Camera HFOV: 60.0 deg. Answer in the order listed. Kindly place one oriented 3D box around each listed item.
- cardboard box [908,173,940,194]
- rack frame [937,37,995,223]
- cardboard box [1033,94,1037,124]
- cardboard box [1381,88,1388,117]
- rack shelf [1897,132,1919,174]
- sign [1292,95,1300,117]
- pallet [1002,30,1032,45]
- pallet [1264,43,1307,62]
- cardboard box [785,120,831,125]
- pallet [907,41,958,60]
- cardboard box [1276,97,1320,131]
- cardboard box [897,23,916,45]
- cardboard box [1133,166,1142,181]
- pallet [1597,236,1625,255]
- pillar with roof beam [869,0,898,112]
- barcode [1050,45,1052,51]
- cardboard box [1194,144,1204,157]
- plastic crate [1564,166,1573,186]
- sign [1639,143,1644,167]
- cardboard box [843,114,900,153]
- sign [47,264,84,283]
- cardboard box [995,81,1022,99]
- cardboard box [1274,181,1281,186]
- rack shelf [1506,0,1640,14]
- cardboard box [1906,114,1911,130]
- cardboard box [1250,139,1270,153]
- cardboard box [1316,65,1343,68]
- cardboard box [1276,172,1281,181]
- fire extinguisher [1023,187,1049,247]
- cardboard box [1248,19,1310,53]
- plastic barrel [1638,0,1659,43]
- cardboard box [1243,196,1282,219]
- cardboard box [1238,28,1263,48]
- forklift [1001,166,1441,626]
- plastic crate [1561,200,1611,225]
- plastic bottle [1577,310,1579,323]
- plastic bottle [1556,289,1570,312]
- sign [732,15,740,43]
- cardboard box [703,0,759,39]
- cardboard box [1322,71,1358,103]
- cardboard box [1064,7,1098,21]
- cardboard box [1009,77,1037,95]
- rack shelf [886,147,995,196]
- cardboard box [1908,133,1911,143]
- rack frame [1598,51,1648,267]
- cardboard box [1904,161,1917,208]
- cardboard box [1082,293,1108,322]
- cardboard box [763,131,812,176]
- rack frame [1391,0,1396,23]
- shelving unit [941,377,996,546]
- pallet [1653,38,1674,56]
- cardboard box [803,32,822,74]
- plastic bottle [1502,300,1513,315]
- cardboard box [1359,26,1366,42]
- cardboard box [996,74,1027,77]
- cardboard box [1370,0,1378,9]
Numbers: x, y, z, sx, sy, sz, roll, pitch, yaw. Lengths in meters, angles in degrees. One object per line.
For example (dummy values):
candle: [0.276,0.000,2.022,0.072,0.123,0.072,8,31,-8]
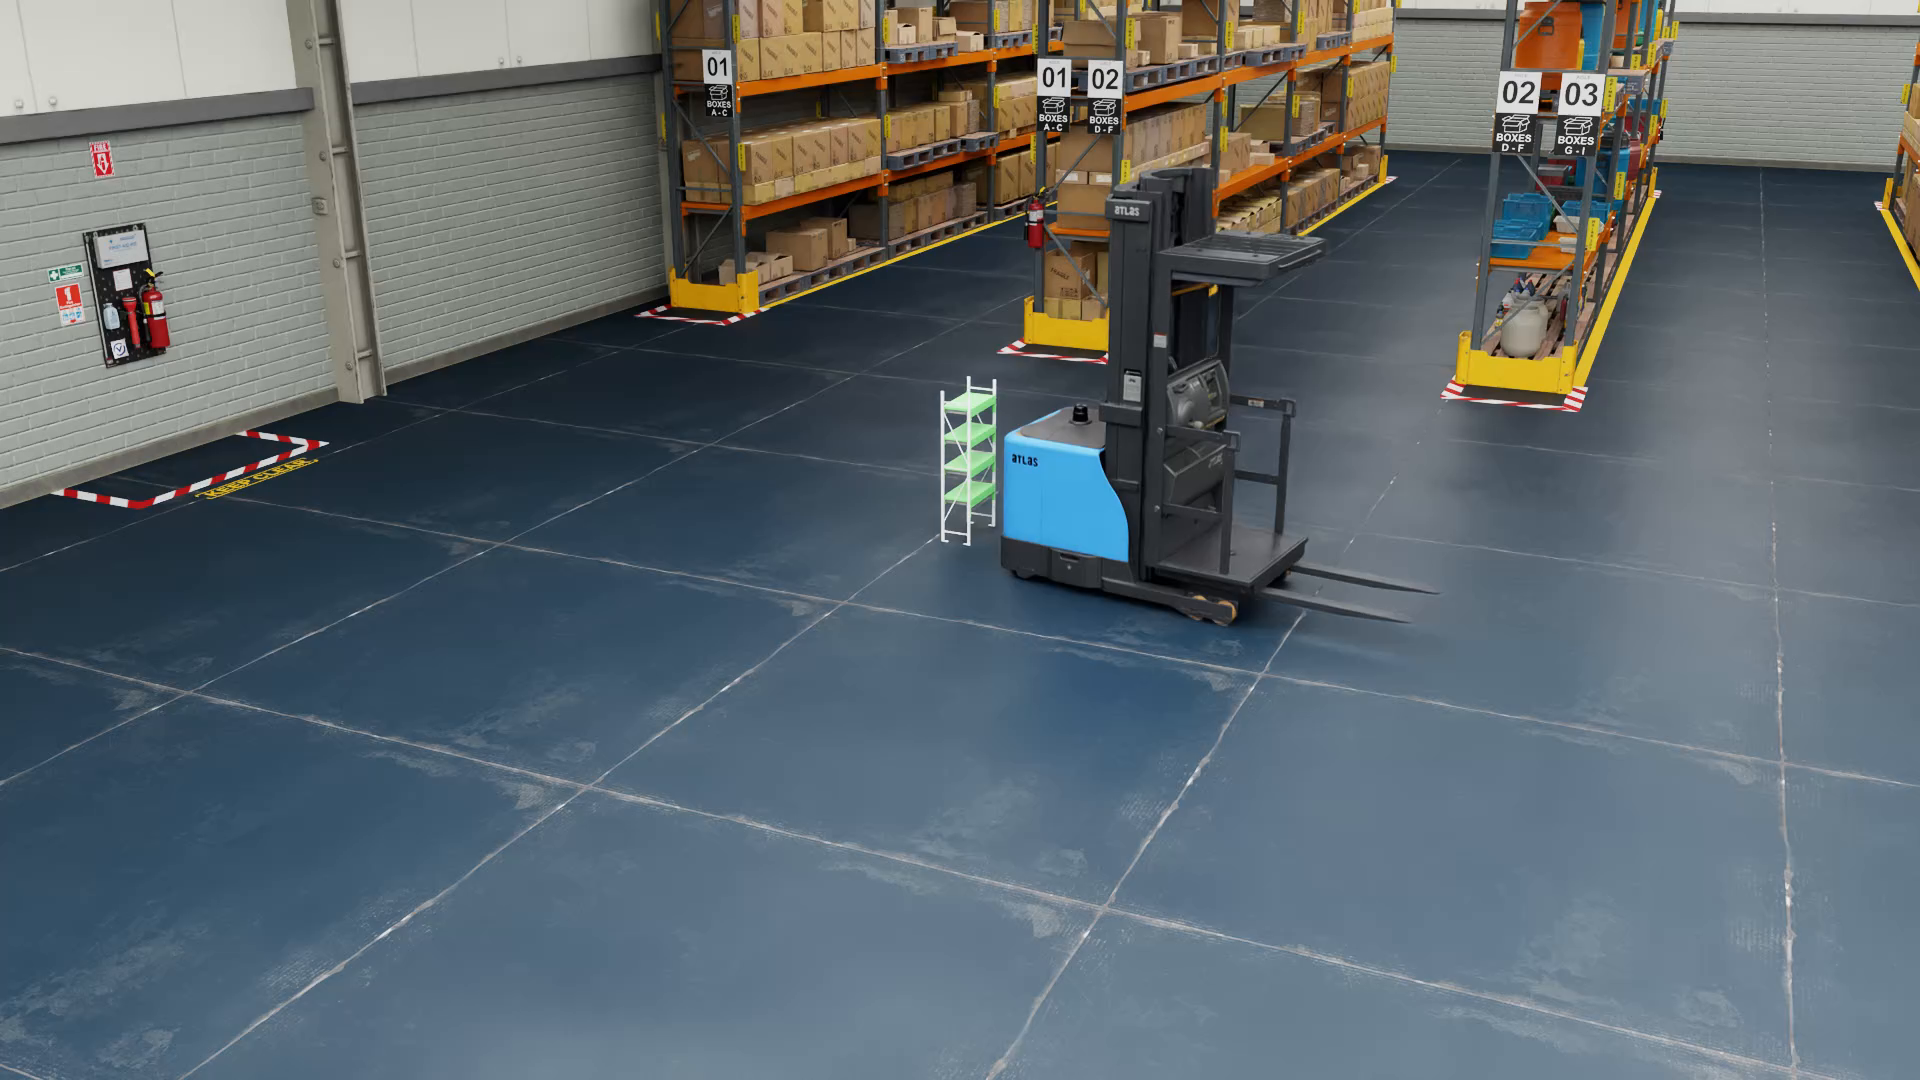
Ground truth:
cardboard box: [-0.650,-5.656,26.351,0.500,0.250,0.500,8,21,22]
rack frame: [0.094,-6.824,27.680,1.000,3.000,0.127,9,21,23]
cardboard box: [1.160,-7.605,29.252,0.500,0.500,0.500,9,22,24]
cardboard box: [7.956,-8.464,32.142,0.500,0.500,0.500,9,22,24]
rack shelf: [16.108,-6.280,27.225,1.077,0.370,4.000,9,21,23]
sign: [5.123,-6.616,25.367,0.100,0.325,0.005,9,21,23]
pallet: [0.765,-8.695,28.746,1.003,0.211,1.213,10,22,25]
pallet: [4.419,-7.250,24.683,1.213,0.211,1.003,10,22,25]
cardboard box: [-2.142,-5.621,23.371,0.500,0.500,0.500,8,21,22]
pallet: [-0.772,-7.418,25.153,1.213,0.211,1.003,9,21,23]
cardboard box: [5.586,-7.065,27.581,0.700,0.500,0.500,3,20,9]
cardboard box: [-0.995,-7.515,24.652,0.500,0.311,0.500,9,22,24]
cardboard box: [1.905,-4.300,19.466,0.380,0.149,0.250,9,21,23]
pallet: [9.417,-4.397,25.019,1.003,0.211,1.213,9,21,23]
pillar with roof beam: [2.700,-8.781,24.230,9.100,9.000,0.400,9,21,23]
barcode: [1.023,-5.545,18.741,0.001,0.075,0.075,9,21,23]
cardboard box: [2.958,-5.087,21.680,0.380,0.149,0.250,8,21,22]
plastic crate: [7.662,-4.614,21.490,0.392,0.384,0.575,9,21,23]
sign: [9.637,-5.468,23.624,0.100,0.325,0.005,9,21,23]
cardboard box: [-1.304,-6.006,24.576,0.700,0.500,0.500,9,21,23]
sign: [-7.499,-2.238,13.942,0.001,0.109,0.331,9,21,23]
cardboard box: [0.735,-7.642,28.238,0.500,0.250,0.500,8,21,22]
cardboard box: [4.996,-5.651,27.457,0.500,0.500,0.500,8,21,21]
rack shelf: [6.675,-5.930,17.883,1.077,0.370,4.000,9,21,23]
cardboard box: [16.277,-7.030,28.041,0.500,0.250,0.500,8,21,22]
cardboard box: [4.426,-5.998,25.491,0.500,0.311,0.500,10,22,26]
cardboard box: [6.845,-8.541,30.867,0.500,0.500,0.500,8,21,22]
cardboard box: [5.218,-6.177,27.817,0.500,0.250,0.500,8,21,22]
fire extinguisher: [0.867,-3.691,18.986,0.296,0.674,0.183,9,21,23]
cardboard box: [4.972,-7.900,26.079,0.910,0.500,0.500,9,21,23]
plastic barrel: [10.211,-7.992,25.113,0.600,0.901,0.708,9,21,23]
cardboard box: [4.625,-5.118,25.523,0.500,0.311,0.500,9,22,24]
cardboard box: [4.038,-7.203,23.868,0.500,0.250,0.500,8,21,22]
forklift: [1.822,-1.000,11.407,3.031,2.935,1.130,12,23,30]
plastic crate: [7.289,-3.796,19.388,0.499,0.251,0.616,9,21,23]
plastic bottle: [7.189,-2.648,19.457,0.097,0.201,0.097,0,20,0]
plastic bottle: [7.270,-2.883,20.008,0.152,0.276,0.135,9,21,23]
sign: [-2.687,-6.129,19.945,0.100,0.325,0.005,9,21,23]
cardboard box: [-2.803,-6.404,20.351,0.500,0.500,0.500,7,21,19]
cardboard box: [6.703,-7.992,29.323,0.500,0.500,0.500,9,22,24]
cardboard box: [2.256,-9.809,31.046,0.500,0.250,0.500,8,21,23]
cardboard box: [1.139,-7.952,29.110,0.500,0.250,0.500,8,21,22]
rack shelf: [-0.725,-5.874,26.082,1.077,0.370,4.000,9,21,23]
cardboard box: [15.956,-6.656,27.582,0.380,0.149,0.250,8,21,22]
rack frame: [9.132,-5.465,23.858,1.000,3.000,0.127,9,21,23]
cardboard box: [16.365,-5.942,27.746,0.875,0.875,0.875,9,21,23]
cardboard box: [1.762,-2.736,19.661,0.500,0.250,0.500,9,21,23]
cardboard box: [-2.283,-5.082,21.857,0.500,0.500,0.500,8,21,21]
rack frame: [7.891,-11.417,31.644,1.000,3.000,0.127,9,21,23]
shelving unit: [0.068,-0.616,12.910,0.258,1.200,0.503,9,21,23]
pallet: [10.539,-7.759,26.114,1.213,0.211,1.003,9,21,23]
cardboard box: [-2.155,-6.401,21.836,0.500,0.500,0.500,10,22,26]
plastic bottle: [6.337,-2.638,19.318,0.152,0.276,0.135,9,21,23]
cardboard box: [6.886,-8.978,29.484,0.500,0.250,0.500,9,21,23]
cardboard box: [0.897,-8.177,29.743,0.500,0.250,0.500,8,21,21]
cardboard box: [7.306,-10.054,30.646,0.700,0.500,0.500,9,21,23]
